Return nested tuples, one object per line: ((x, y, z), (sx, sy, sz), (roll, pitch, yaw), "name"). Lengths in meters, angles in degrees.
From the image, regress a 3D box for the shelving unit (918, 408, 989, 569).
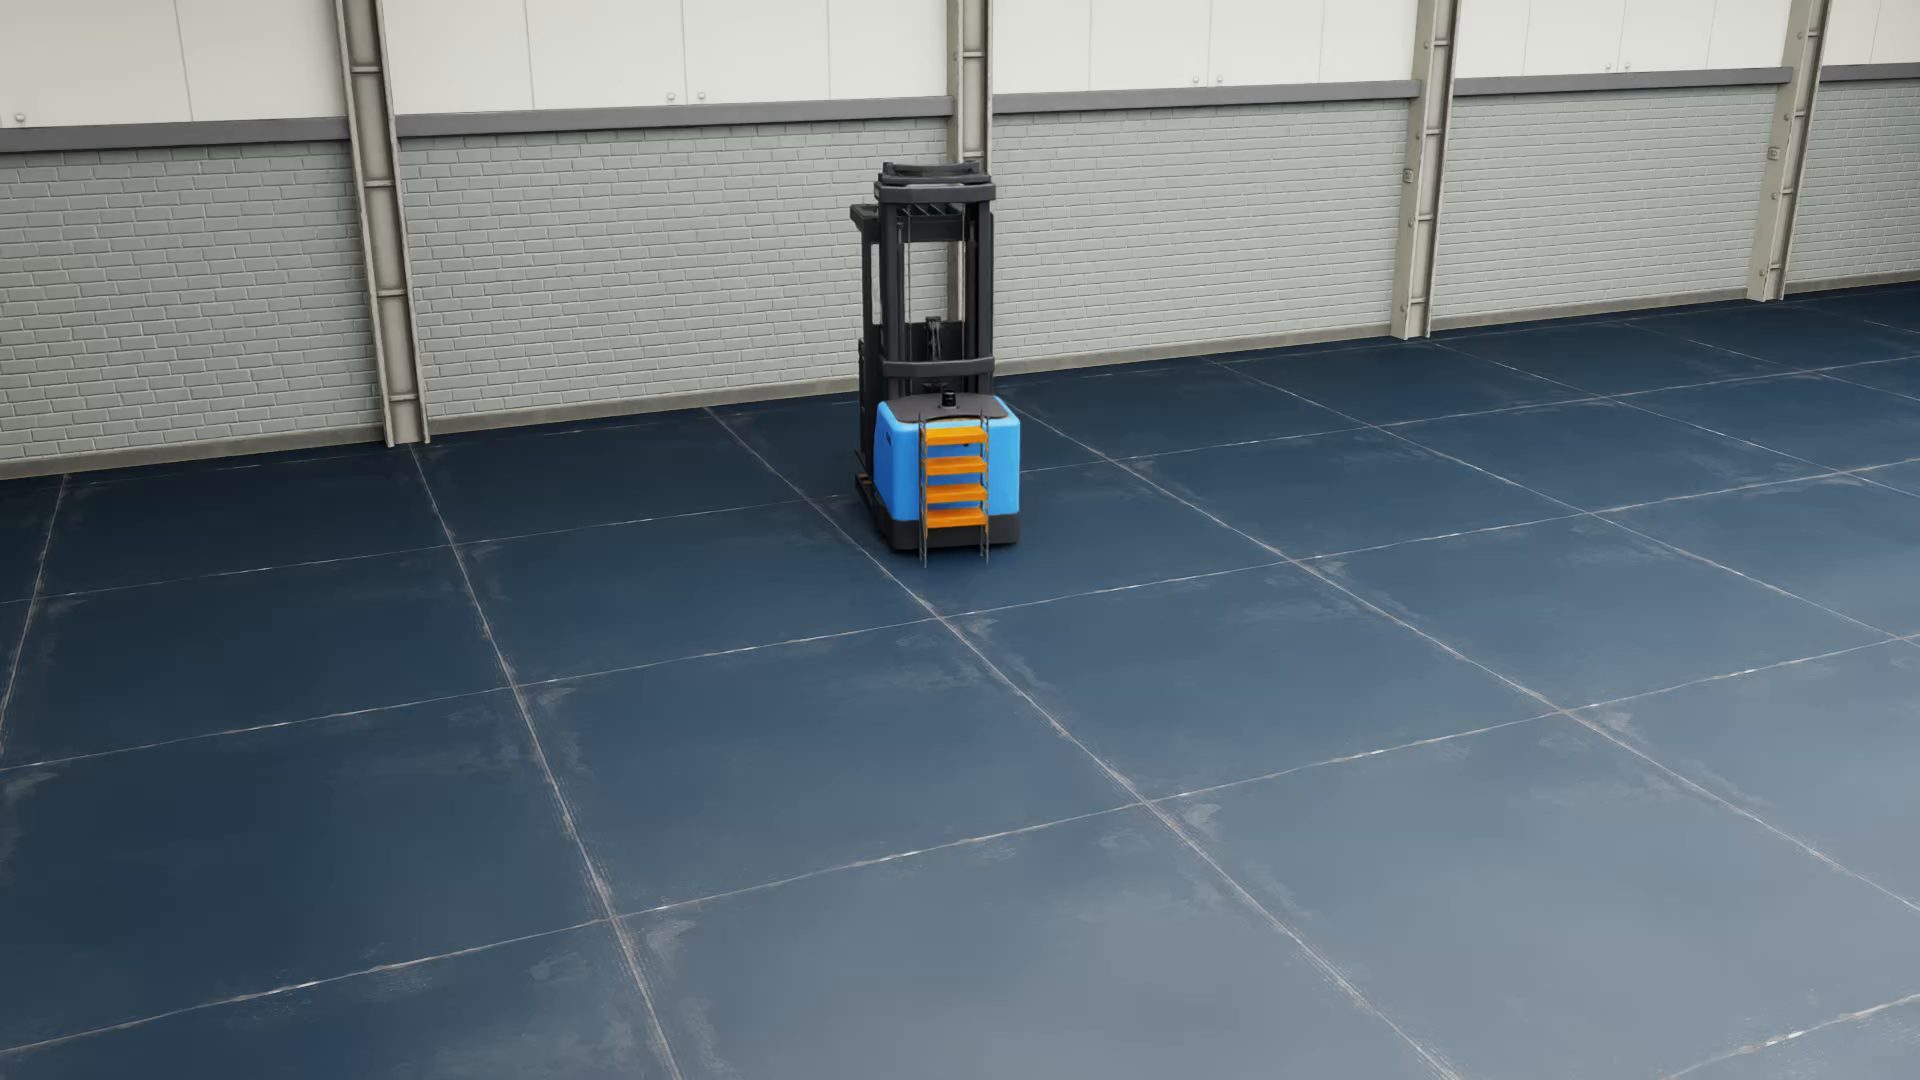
((-0.049, -0.396, 12.839), (0.503, 1.200, 0.258), (-4, 20, -11), "shelving unit")

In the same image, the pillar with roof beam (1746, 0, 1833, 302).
((12.825, -6.270, 17.781), (0.400, 9.000, 9.100), (-8, 21, -22), "pillar with roof beam")

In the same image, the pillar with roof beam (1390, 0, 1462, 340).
((7.315, -5.481, 15.539), (0.400, 9.000, 9.100), (-8, 21, -22), "pillar with roof beam")

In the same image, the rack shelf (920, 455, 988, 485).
((-0.049, -0.543, 12.787), (0.480, 0.148, 0.258), (-4, 20, -11), "rack shelf")

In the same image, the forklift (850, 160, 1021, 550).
((-0.314, -1.758, 14.102), (1.130, 2.935, 3.031), (-4, 20, -11), "forklift")

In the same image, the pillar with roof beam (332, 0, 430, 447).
((-3.703, -3.903, 11.056), (0.400, 9.000, 9.100), (-8, 21, -22), "pillar with roof beam")

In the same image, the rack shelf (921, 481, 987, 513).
((-0.049, -0.332, 12.862), (0.480, 0.148, 0.258), (-4, 20, -11), "rack shelf")

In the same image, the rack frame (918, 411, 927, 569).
((-0.288, -0.380, 12.793), (0.015, 1.200, 0.240), (-4, 20, -11), "rack frame")

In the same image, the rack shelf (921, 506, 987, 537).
((-0.049, -0.145, 12.928), (0.480, 0.148, 0.258), (-4, 20, -11), "rack shelf")

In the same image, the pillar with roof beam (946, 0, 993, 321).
((1.806, -4.692, 13.298), (0.400, 9.000, 9.100), (-8, 21, -22), "pillar with roof beam")

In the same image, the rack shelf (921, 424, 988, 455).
((-0.049, -0.766, 12.708), (0.480, 0.148, 0.258), (-4, 20, -11), "rack shelf")

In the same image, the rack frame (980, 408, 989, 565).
((0.190, -0.412, 12.886), (0.015, 1.200, 0.240), (-4, 20, -11), "rack frame")
